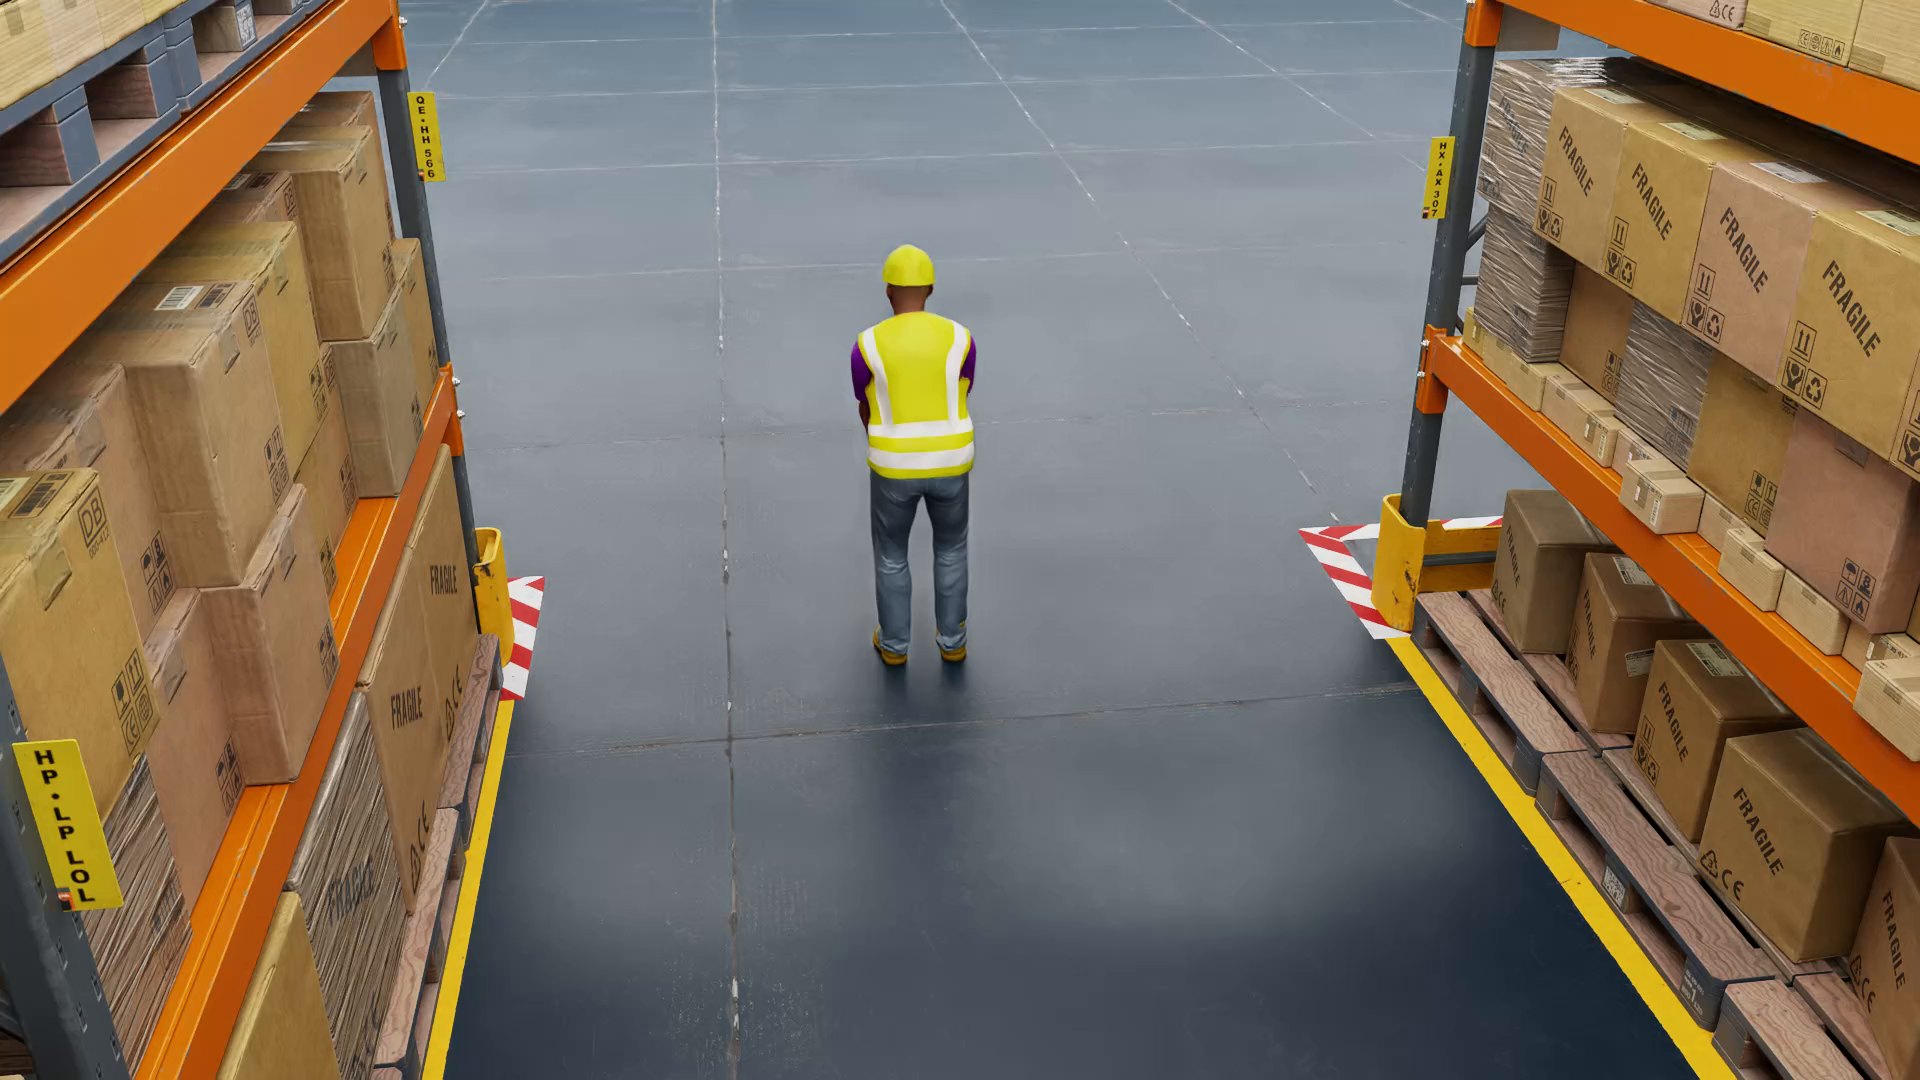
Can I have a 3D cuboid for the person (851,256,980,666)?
[{"bbox_3d":[-0.189,-0.345,6.776,0.503,1.760,0.587,-3,27,-6],"label":"person"}]
